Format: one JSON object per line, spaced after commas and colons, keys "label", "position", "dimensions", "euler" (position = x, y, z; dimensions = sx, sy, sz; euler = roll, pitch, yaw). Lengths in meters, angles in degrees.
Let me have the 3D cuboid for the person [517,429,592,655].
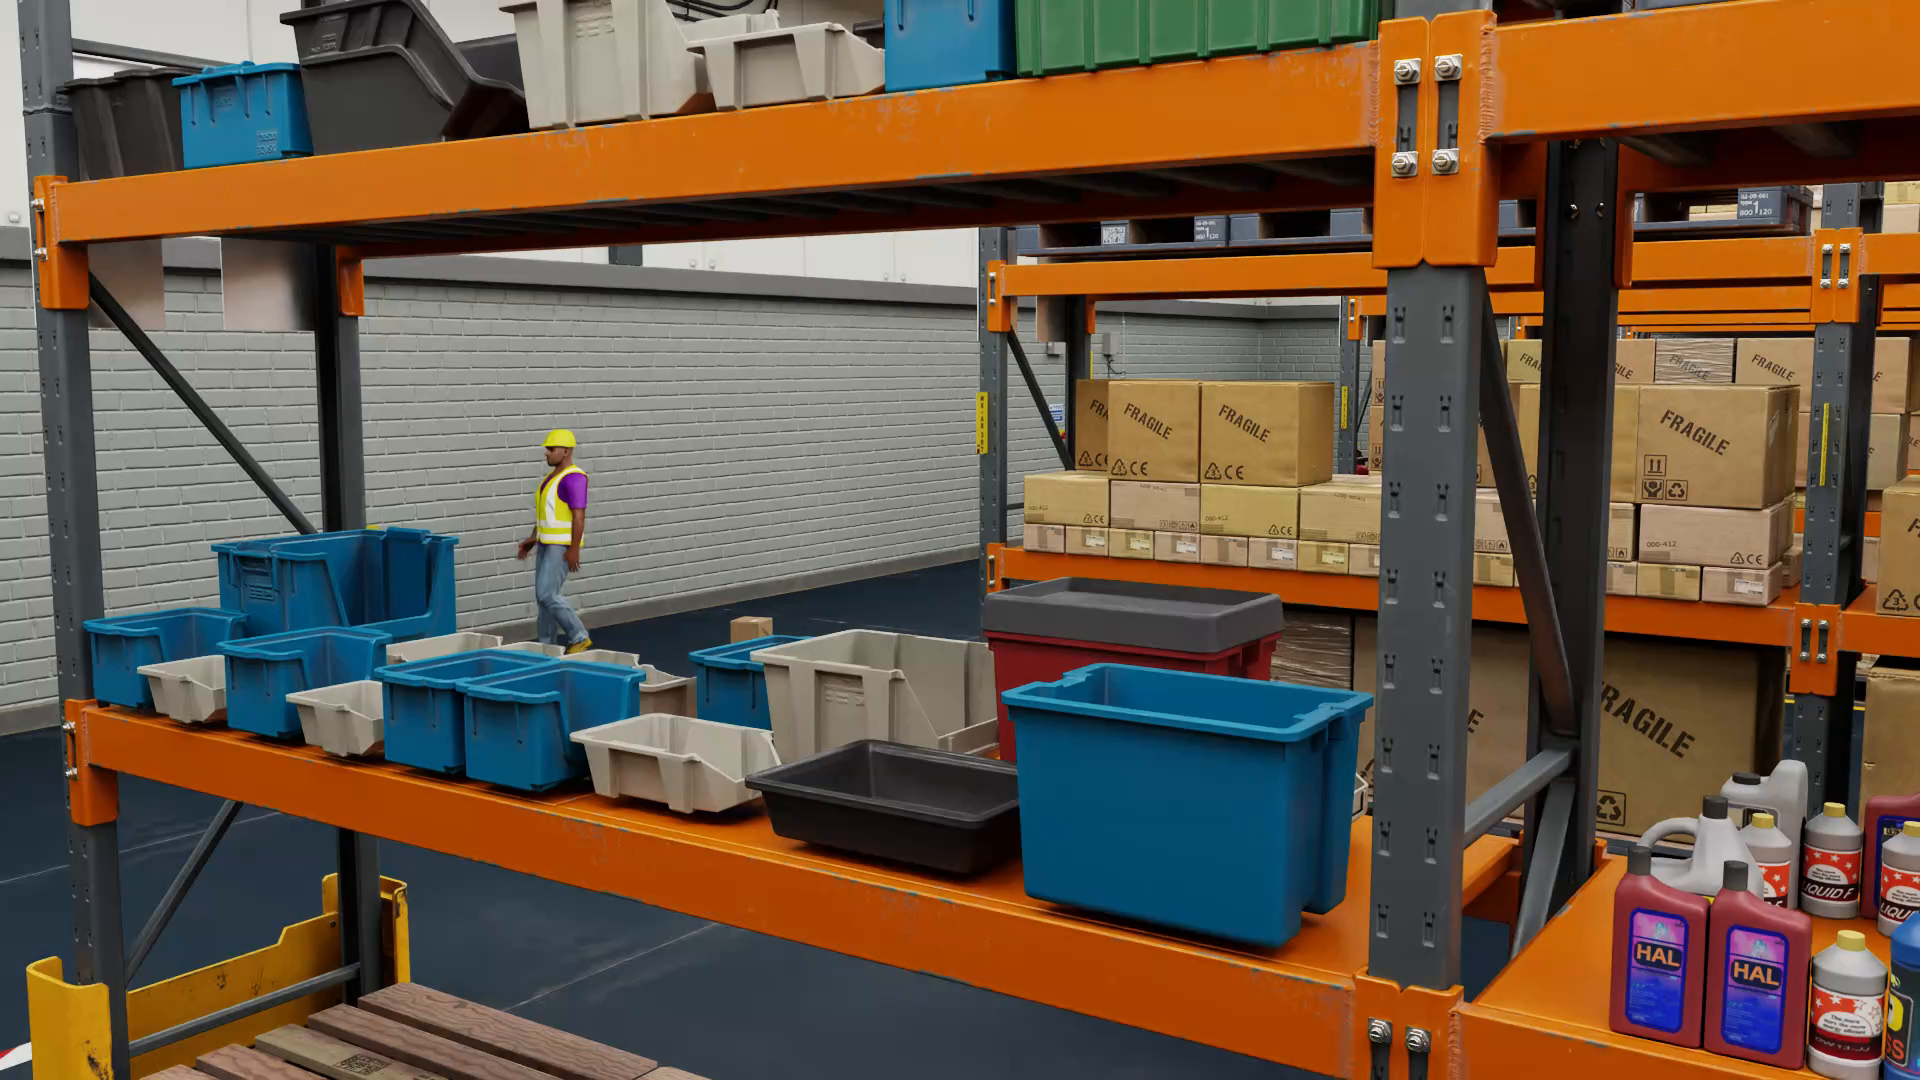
{"label": "person", "position": [-3.107, 0.051, 12.565], "dimensions": [0.544, 1.767, 0.592], "euler": [-4, 7, -32]}
